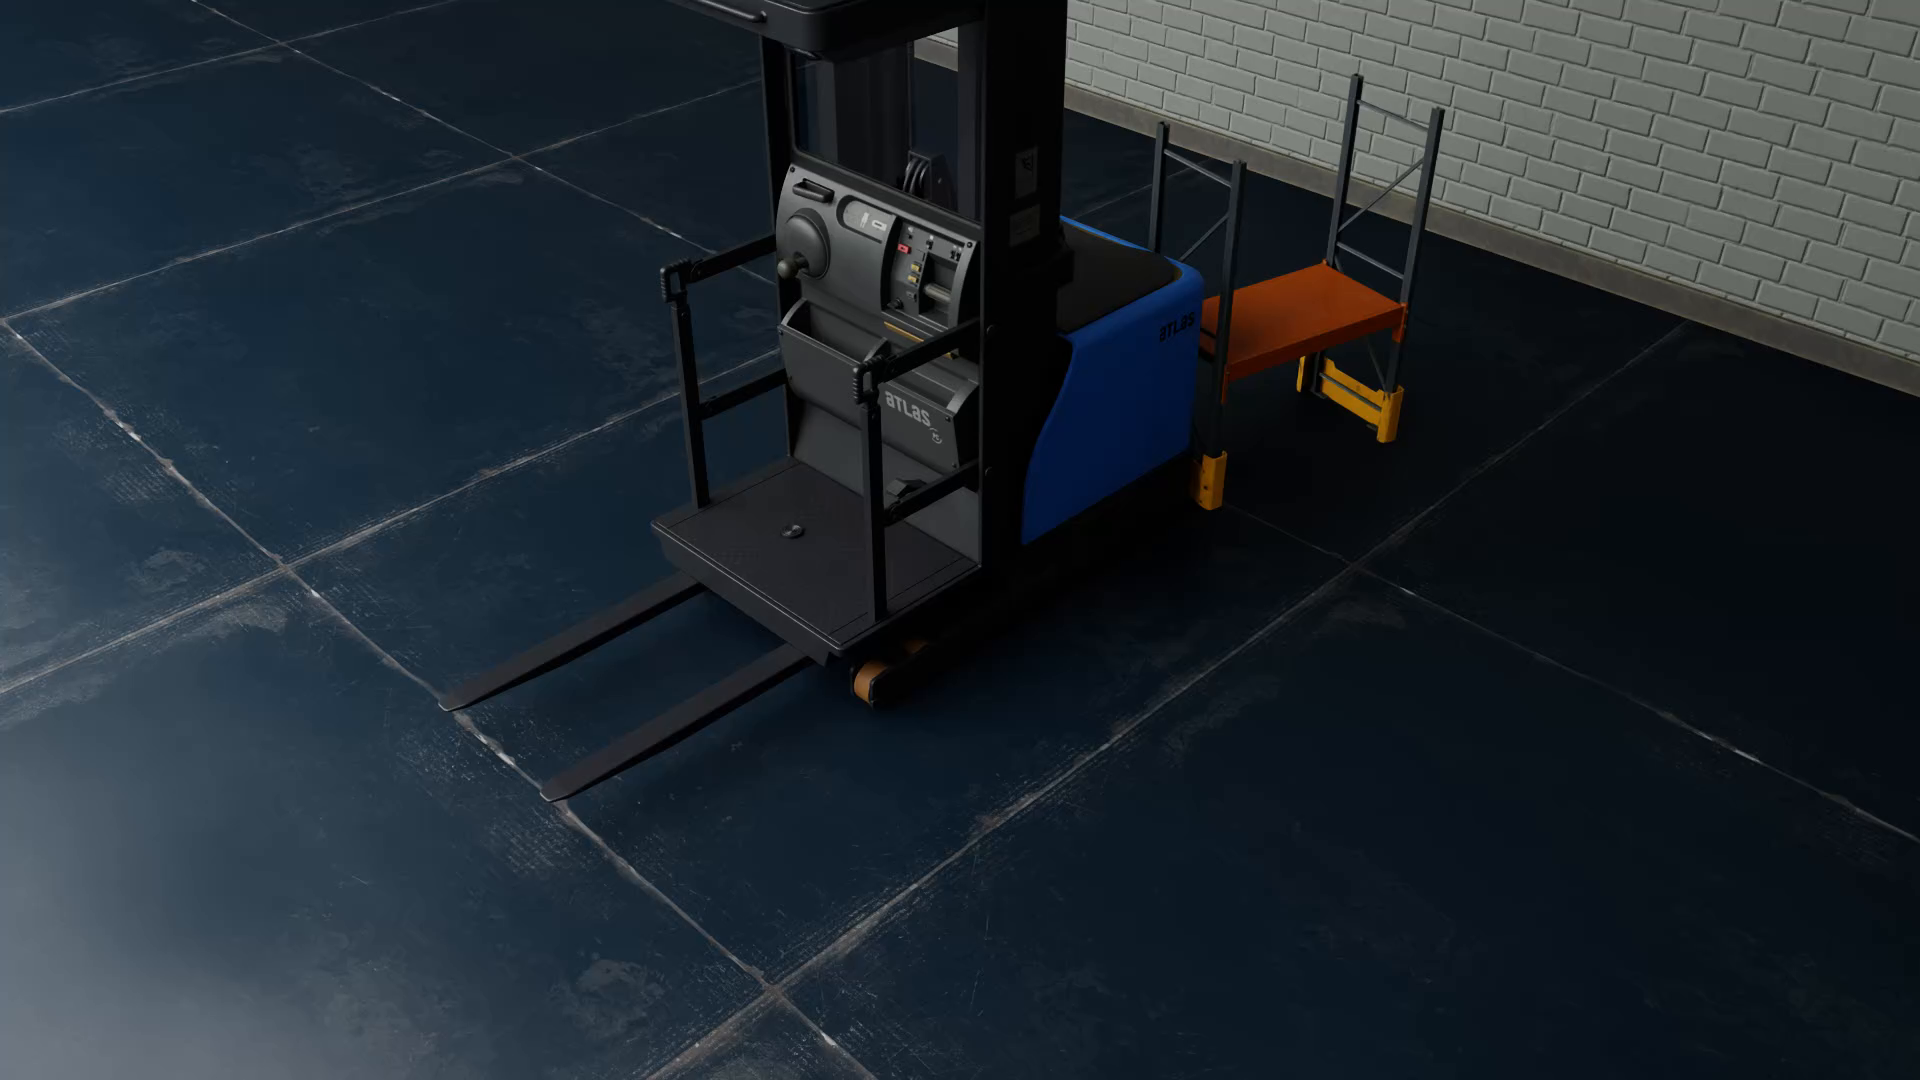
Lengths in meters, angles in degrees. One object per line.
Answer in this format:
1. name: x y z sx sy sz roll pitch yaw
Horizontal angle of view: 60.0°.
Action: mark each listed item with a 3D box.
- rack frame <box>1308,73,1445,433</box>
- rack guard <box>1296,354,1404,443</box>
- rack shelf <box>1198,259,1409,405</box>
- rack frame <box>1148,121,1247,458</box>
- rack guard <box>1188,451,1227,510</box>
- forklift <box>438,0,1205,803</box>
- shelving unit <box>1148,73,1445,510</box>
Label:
1. rack frame: 1.770 -1.200 7.160 0.032 1.500 0.500 -20 40 -26
2. rack guard: 1.753 -0.681 7.509 0.087 0.250 0.587 -20 40 -26
3. rack shelf: 1.340 -0.897 7.039 1.000 0.185 0.538 -20 40 -26
4. rack frame: 0.911 -0.889 6.714 0.032 1.500 0.500 -20 40 -26
5. rack guard: 0.912 -0.377 7.072 0.087 0.250 0.587 -20 40 -26
6. forklift: -0.446 -0.948 5.547 3.031 2.935 1.130 -30 45 -35
7. shelving unit: 1.333 -1.042 6.933 1.083 1.500 0.587 -20 40 -26
